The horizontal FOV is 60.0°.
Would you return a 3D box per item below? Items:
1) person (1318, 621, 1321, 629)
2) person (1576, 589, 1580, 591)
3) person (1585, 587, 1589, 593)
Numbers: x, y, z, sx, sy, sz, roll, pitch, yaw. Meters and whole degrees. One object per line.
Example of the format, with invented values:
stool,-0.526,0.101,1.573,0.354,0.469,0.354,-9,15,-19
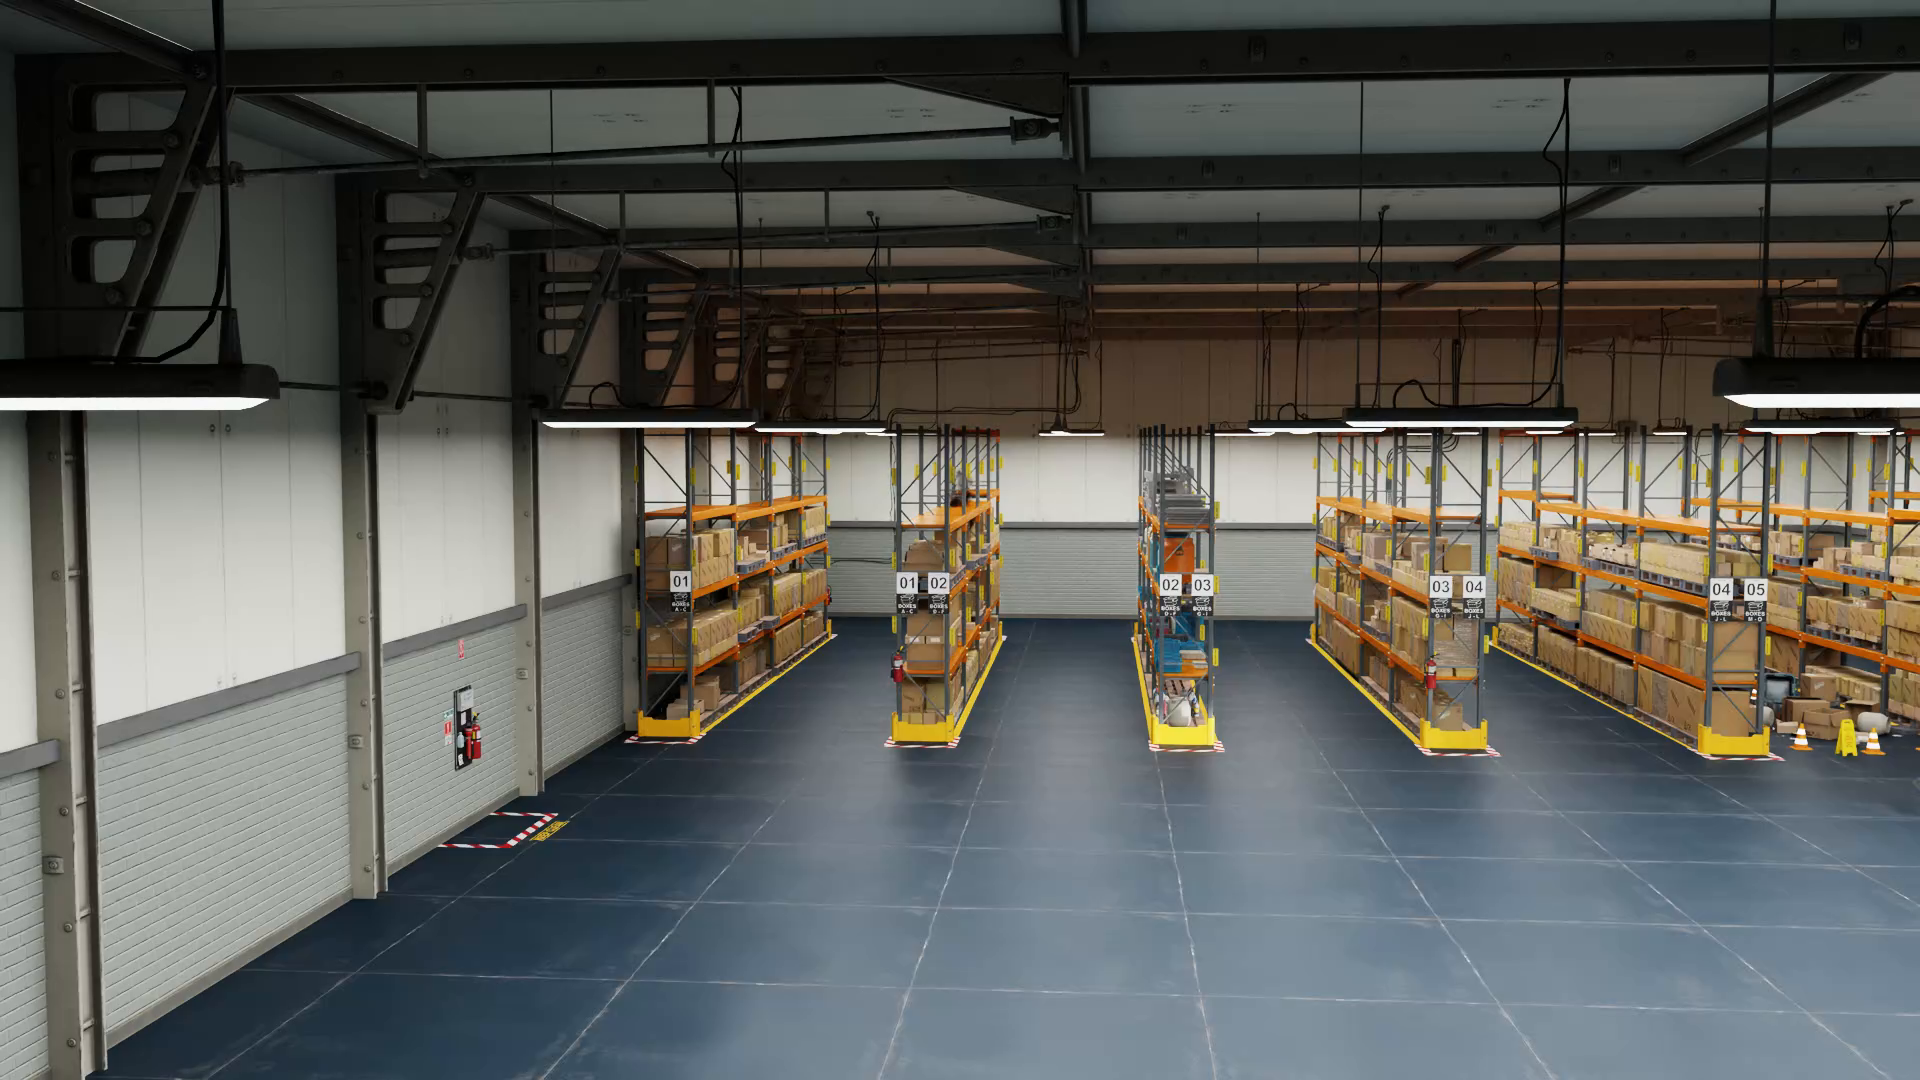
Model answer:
person,10.674,1.900,47.750,1.062,1.764,0.703,2,4,24
person,17.411,1.975,47.258,0.557,1.741,0.636,0,3,0
person,17.075,2.146,45.395,0.595,1.744,0.715,0,3,1
